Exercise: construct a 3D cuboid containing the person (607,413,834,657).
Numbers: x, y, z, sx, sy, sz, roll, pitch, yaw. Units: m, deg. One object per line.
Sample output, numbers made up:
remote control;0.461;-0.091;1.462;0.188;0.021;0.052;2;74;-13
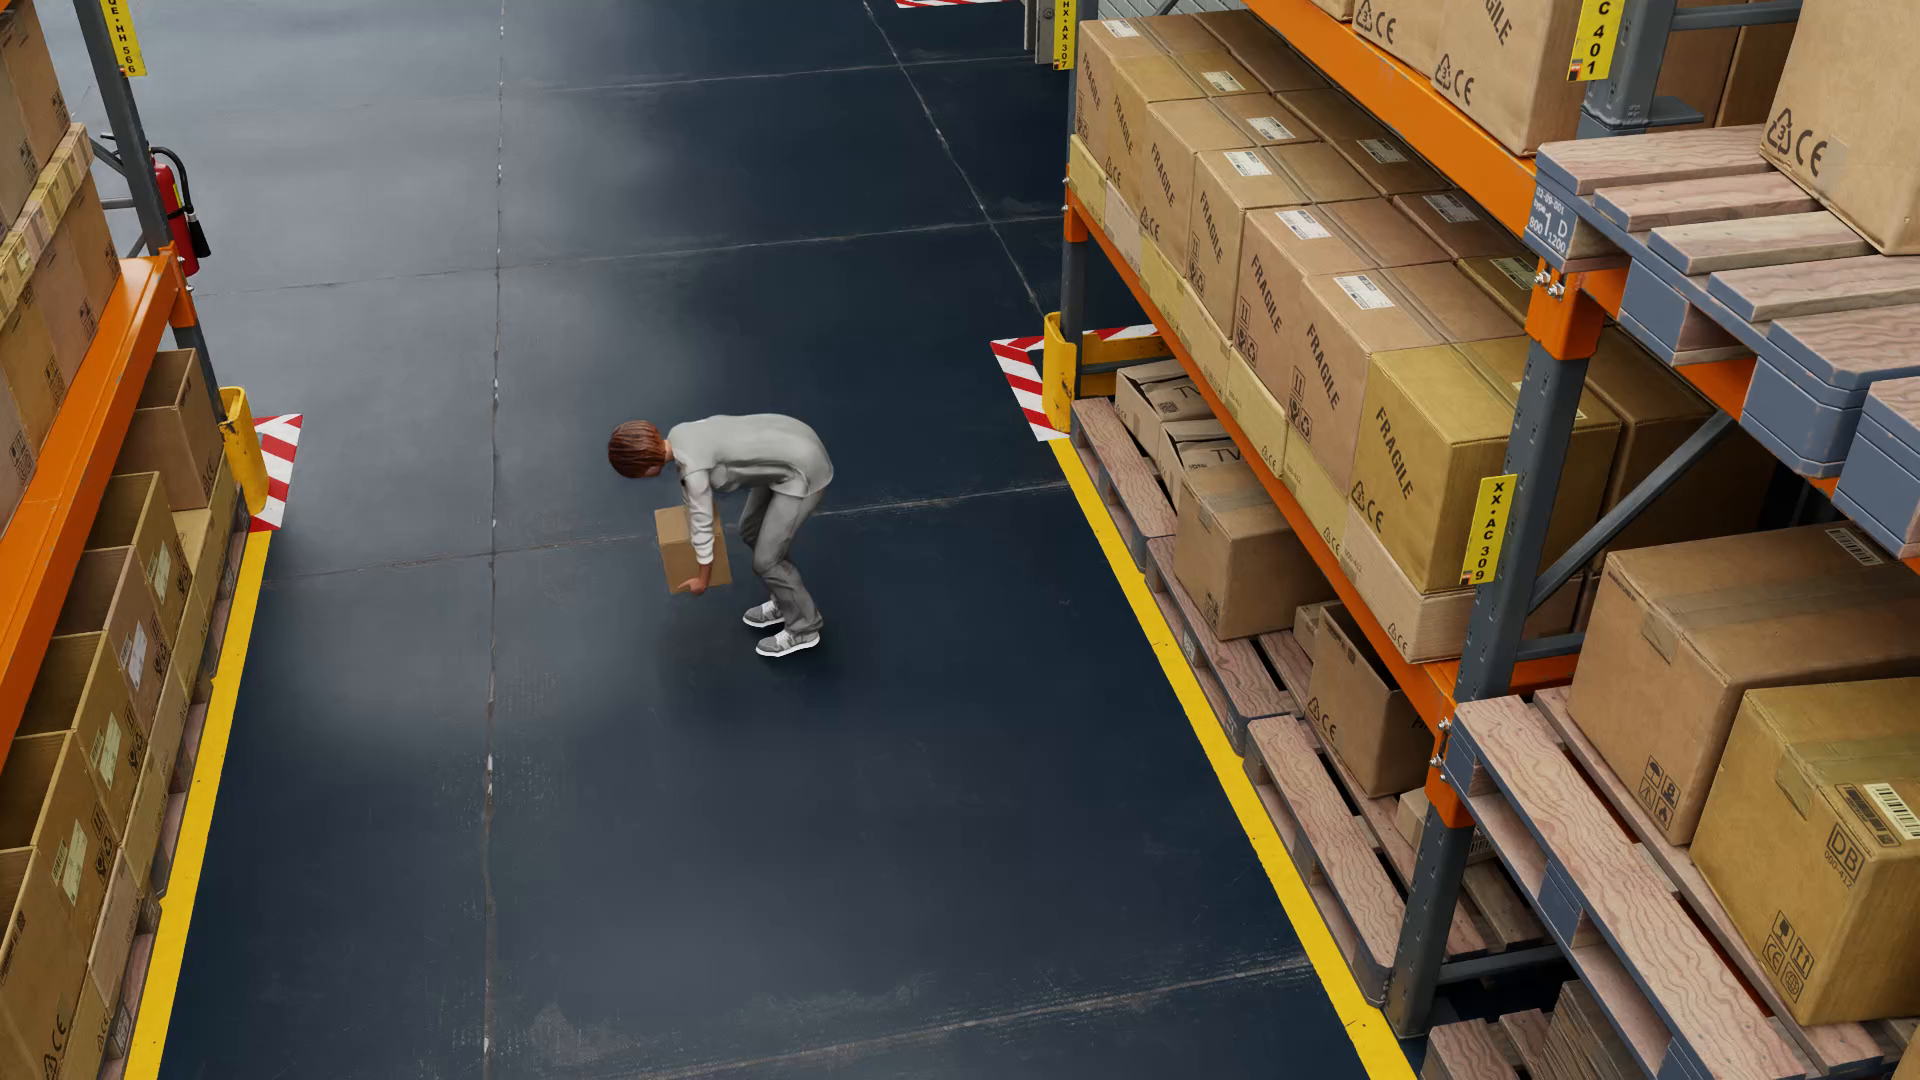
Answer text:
person;-0.922;-0.029;6.643;0.858;1.088;0.384;-8;36;-12
